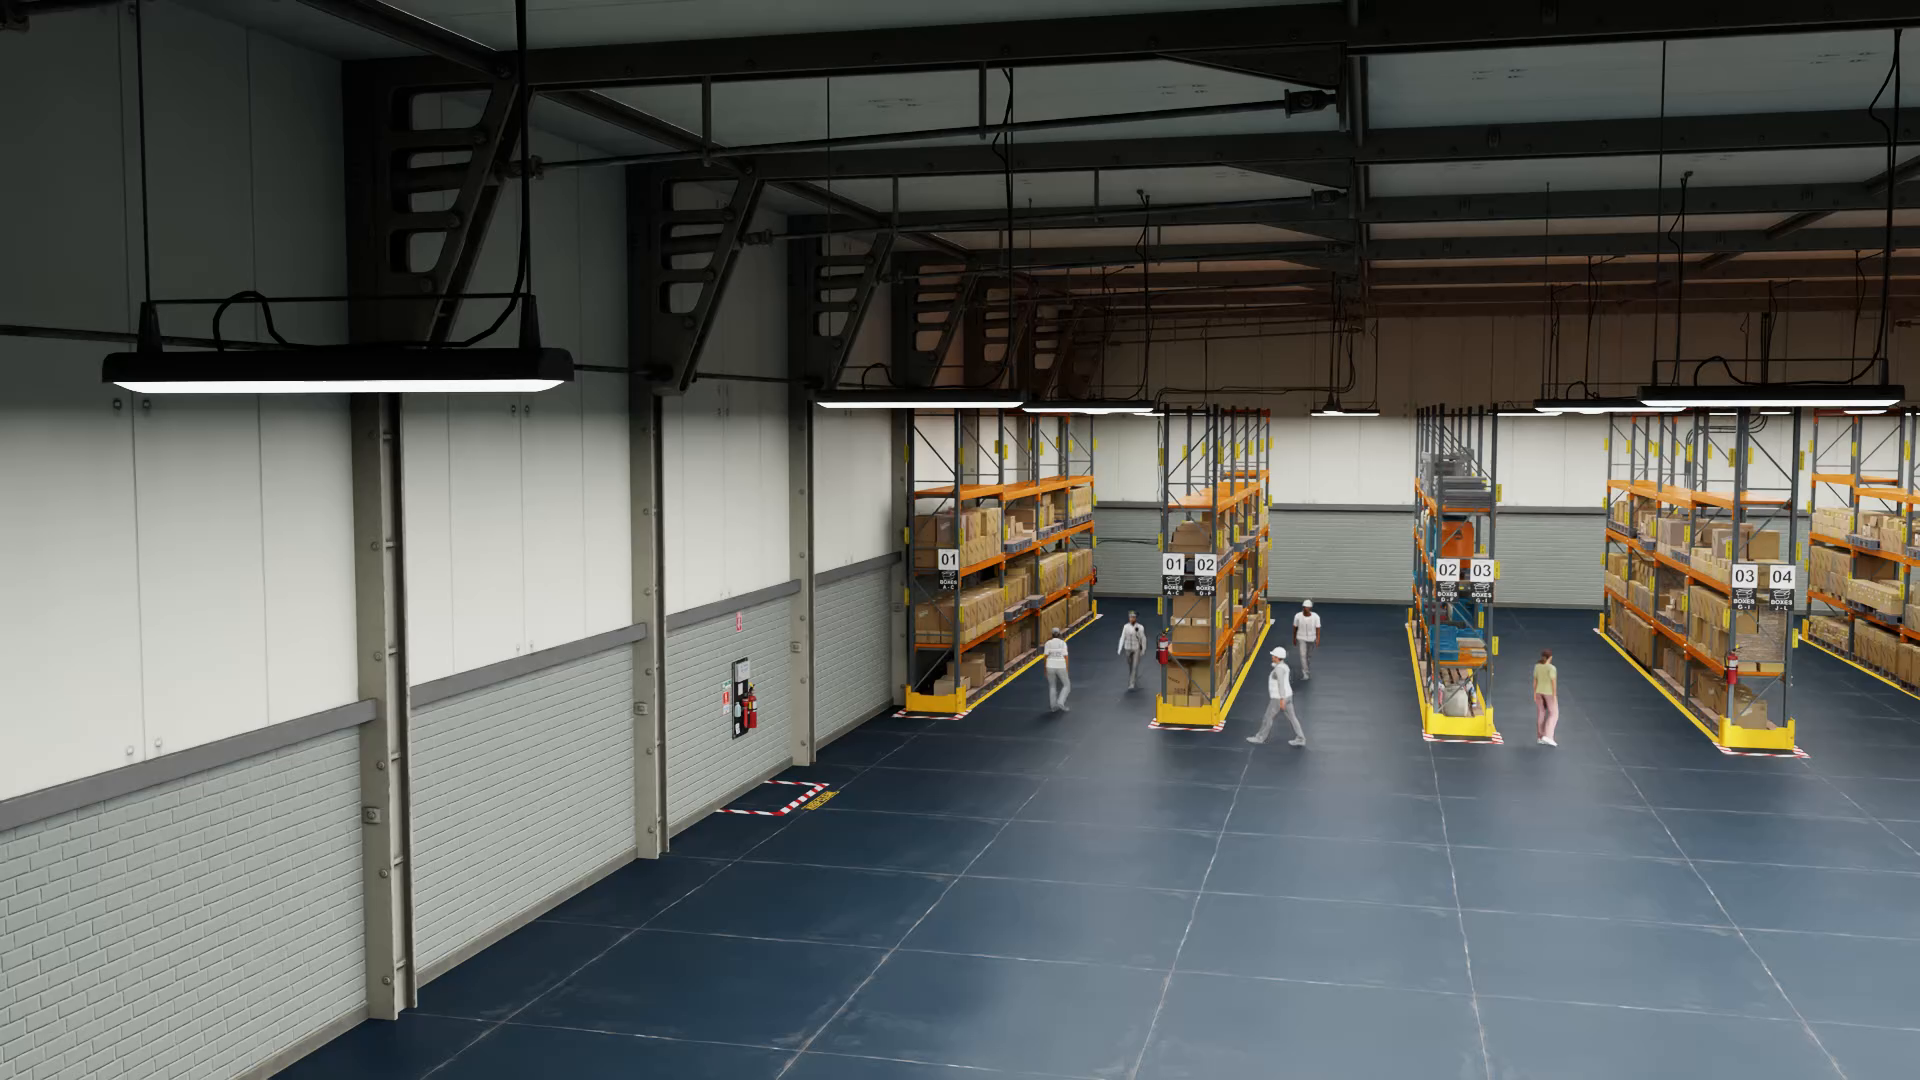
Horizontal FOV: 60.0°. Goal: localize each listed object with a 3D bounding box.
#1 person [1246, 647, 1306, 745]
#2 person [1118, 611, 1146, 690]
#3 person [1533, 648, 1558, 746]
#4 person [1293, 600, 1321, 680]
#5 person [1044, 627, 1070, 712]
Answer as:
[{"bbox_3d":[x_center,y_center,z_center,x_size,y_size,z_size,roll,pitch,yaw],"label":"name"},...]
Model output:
[{"bbox_3d":[5.568,2.722,29.118,1.031,1.707,0.565,3,5,31],"label":"person"},{"bbox_3d":[3.661,2.312,35.321,0.551,1.615,1.034,1,4,17],"label":"person"},{"bbox_3d":[10.314,2.767,29.293,0.419,1.709,0.516,-3,5,-36],"label":"person"},{"bbox_3d":[7.656,2.177,36.636,0.555,1.699,1.113,0,4,-1],"label":"person"},{"bbox_3d":[1.890,2.538,32.451,0.536,1.660,0.522,1,4,16],"label":"person"}]
